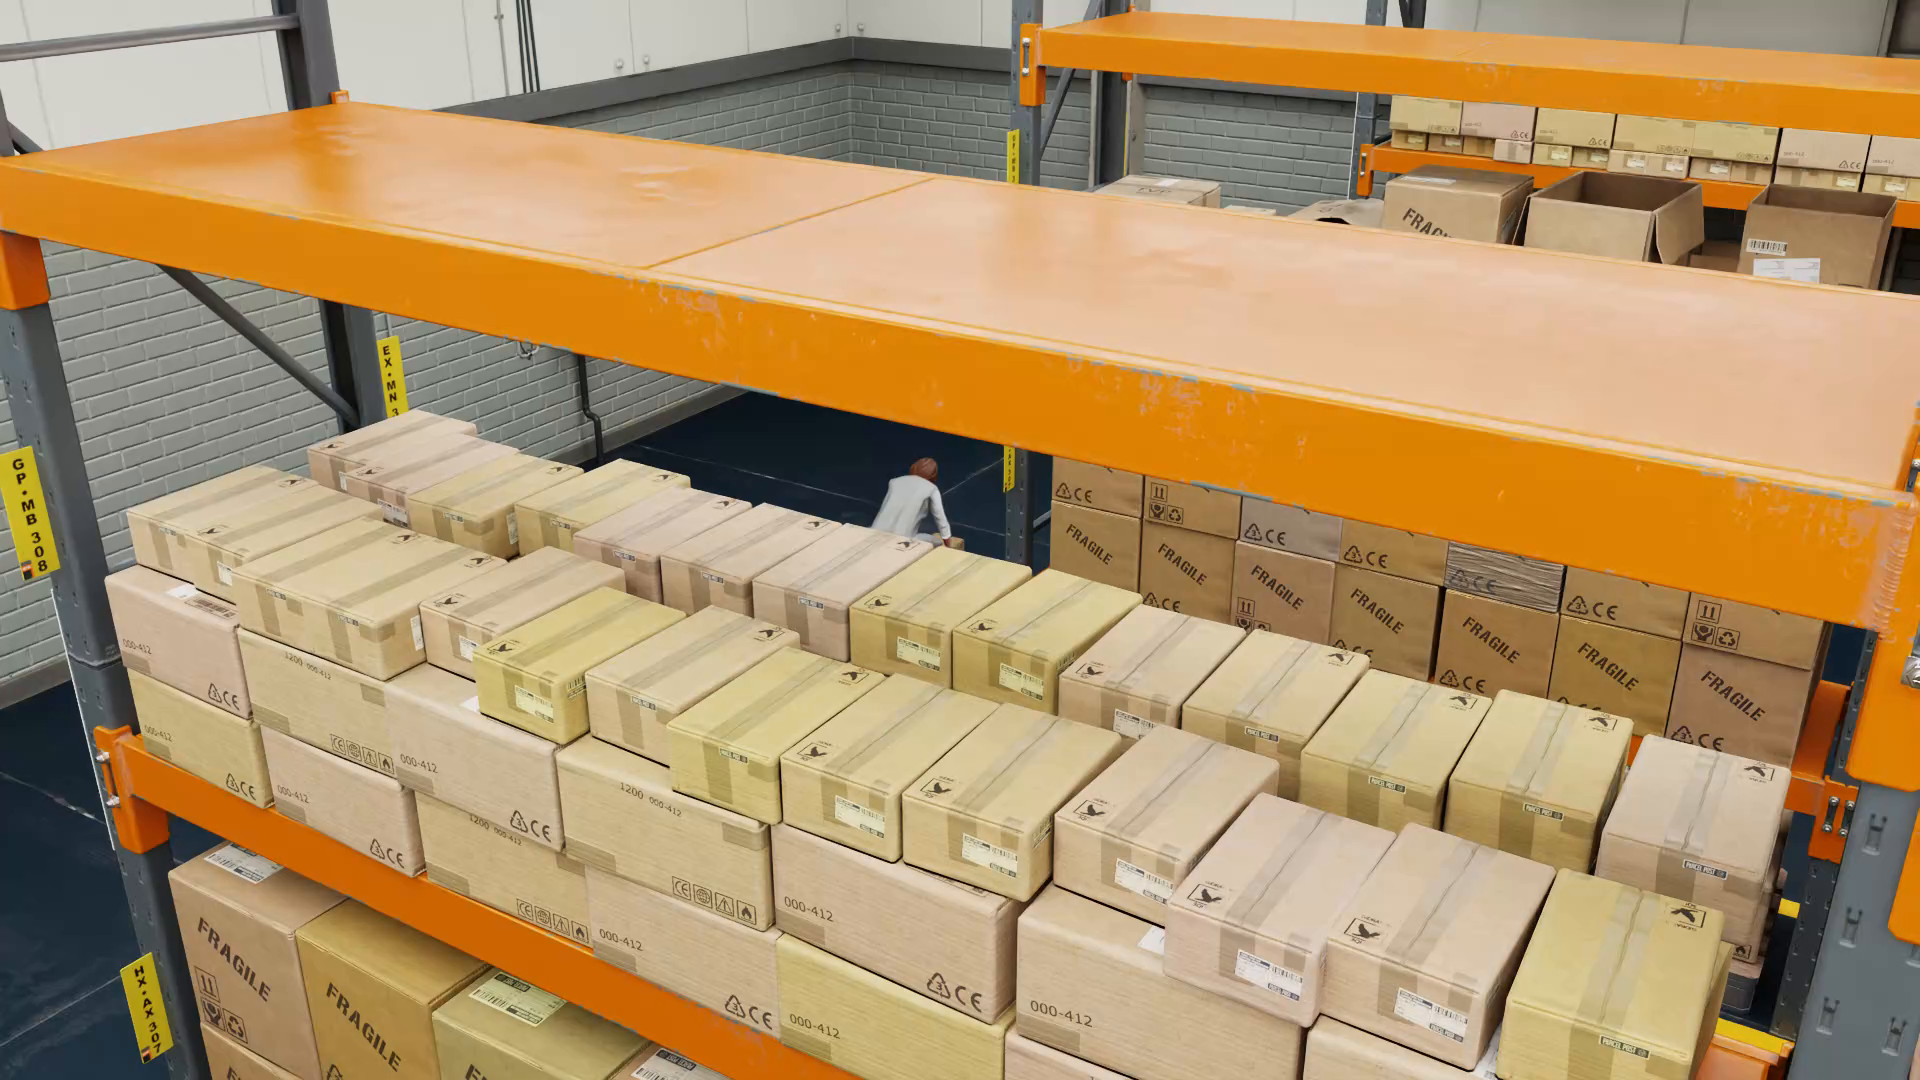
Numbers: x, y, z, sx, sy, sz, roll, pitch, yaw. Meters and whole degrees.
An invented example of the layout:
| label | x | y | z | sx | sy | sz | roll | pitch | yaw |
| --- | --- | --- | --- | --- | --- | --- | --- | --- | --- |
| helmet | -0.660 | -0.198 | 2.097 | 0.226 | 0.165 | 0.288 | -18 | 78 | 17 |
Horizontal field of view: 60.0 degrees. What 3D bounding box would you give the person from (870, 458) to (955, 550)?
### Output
| label | x | y | z | sx | sy | sz | roll | pitch | yaw |
| --- | --- | --- | --- | --- | --- | --- | --- | --- | --- |
| person | -0.362 | -0.048 | 11.534 | 0.448 | 0.906 | 0.792 | 14 | 27 | 29 |
